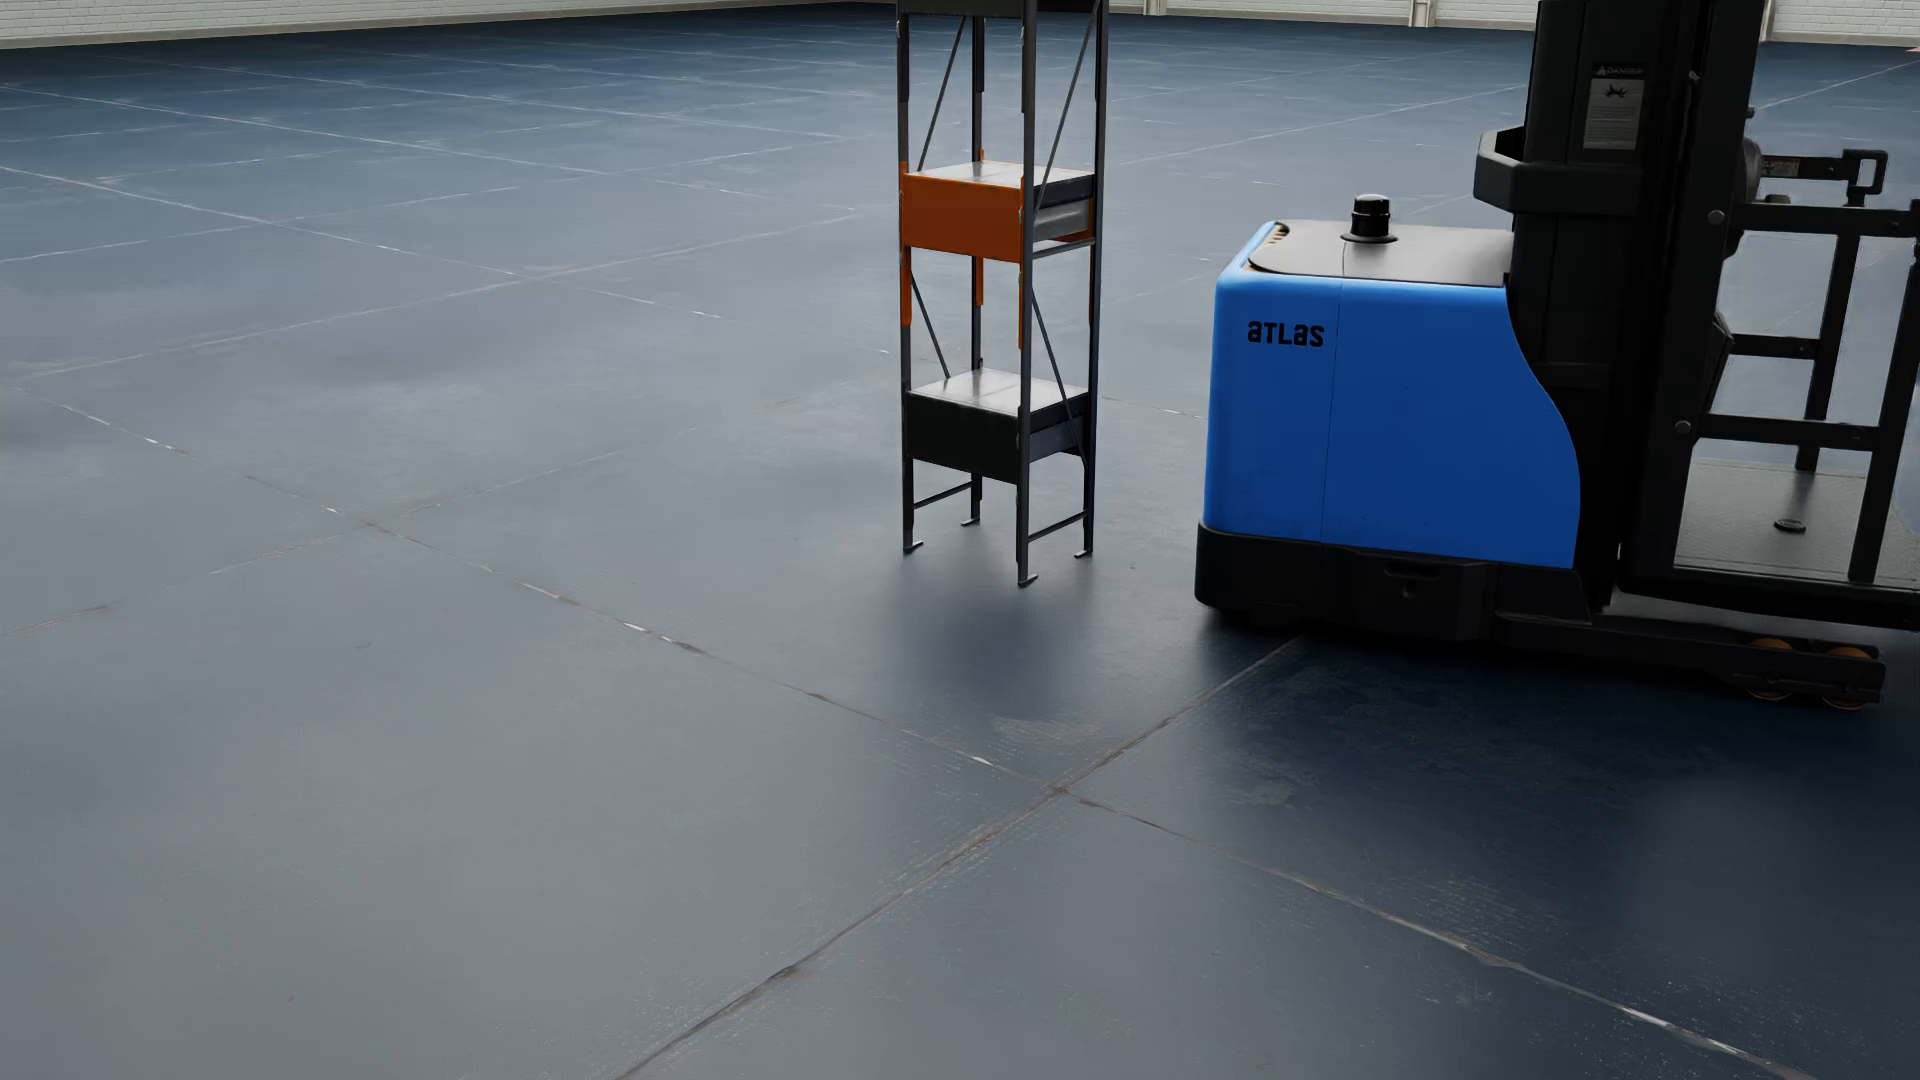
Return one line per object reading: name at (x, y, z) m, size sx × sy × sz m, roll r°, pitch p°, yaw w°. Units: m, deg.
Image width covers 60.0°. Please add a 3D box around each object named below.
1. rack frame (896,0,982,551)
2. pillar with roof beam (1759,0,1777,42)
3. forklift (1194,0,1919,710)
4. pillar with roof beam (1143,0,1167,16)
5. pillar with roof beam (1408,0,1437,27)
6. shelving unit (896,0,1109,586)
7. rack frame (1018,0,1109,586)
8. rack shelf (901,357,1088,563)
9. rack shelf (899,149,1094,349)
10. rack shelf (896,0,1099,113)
rack frame at (-0.061, -1.000, 5.400) m, size 0.015 × 2.100 × 0.400 m, roll 16°, pitch 26°, yaw 36°
pillar with roof beam at (10.701, -11.460, 23.360) m, size 0.400 × 9.000 × 9.100 m, roll 16°, pitch 26°, yaw 36°
forklift at (2.290, -1.121, 4.543) m, size 3.031 × 2.935 × 1.130 m, roll 6°, pitch 22°, yaw 17°
pillar with roof beam at (1.404, -14.137, 30.460) m, size 0.400 × 9.000 × 9.100 m, roll 16°, pitch 26°, yaw 36°
pillar with roof beam at (6.053, -12.799, 26.910) m, size 0.400 × 9.000 × 9.100 m, roll 16°, pitch 26°, yaw 36°
shelving unit at (0.128, -0.946, 5.256) m, size 0.503 × 2.100 × 0.431 m, roll 16°, pitch 26°, yaw 36°
rack frame at (0.317, -0.891, 5.111) m, size 0.015 × 2.100 × 0.400 m, roll 16°, pitch 26°, yaw 36°
rack shelf at (0.128, -0.278, 5.507) m, size 0.480 × 0.518 × 0.431 m, roll 16°, pitch 26°, yaw 36°
rack shelf at (0.128, -0.933, 5.260) m, size 0.480 × 0.518 × 0.431 m, roll 16°, pitch 26°, yaw 36°
rack shelf at (0.128, -1.588, 5.013) m, size 0.480 × 0.518 × 0.431 m, roll 16°, pitch 26°, yaw 36°
